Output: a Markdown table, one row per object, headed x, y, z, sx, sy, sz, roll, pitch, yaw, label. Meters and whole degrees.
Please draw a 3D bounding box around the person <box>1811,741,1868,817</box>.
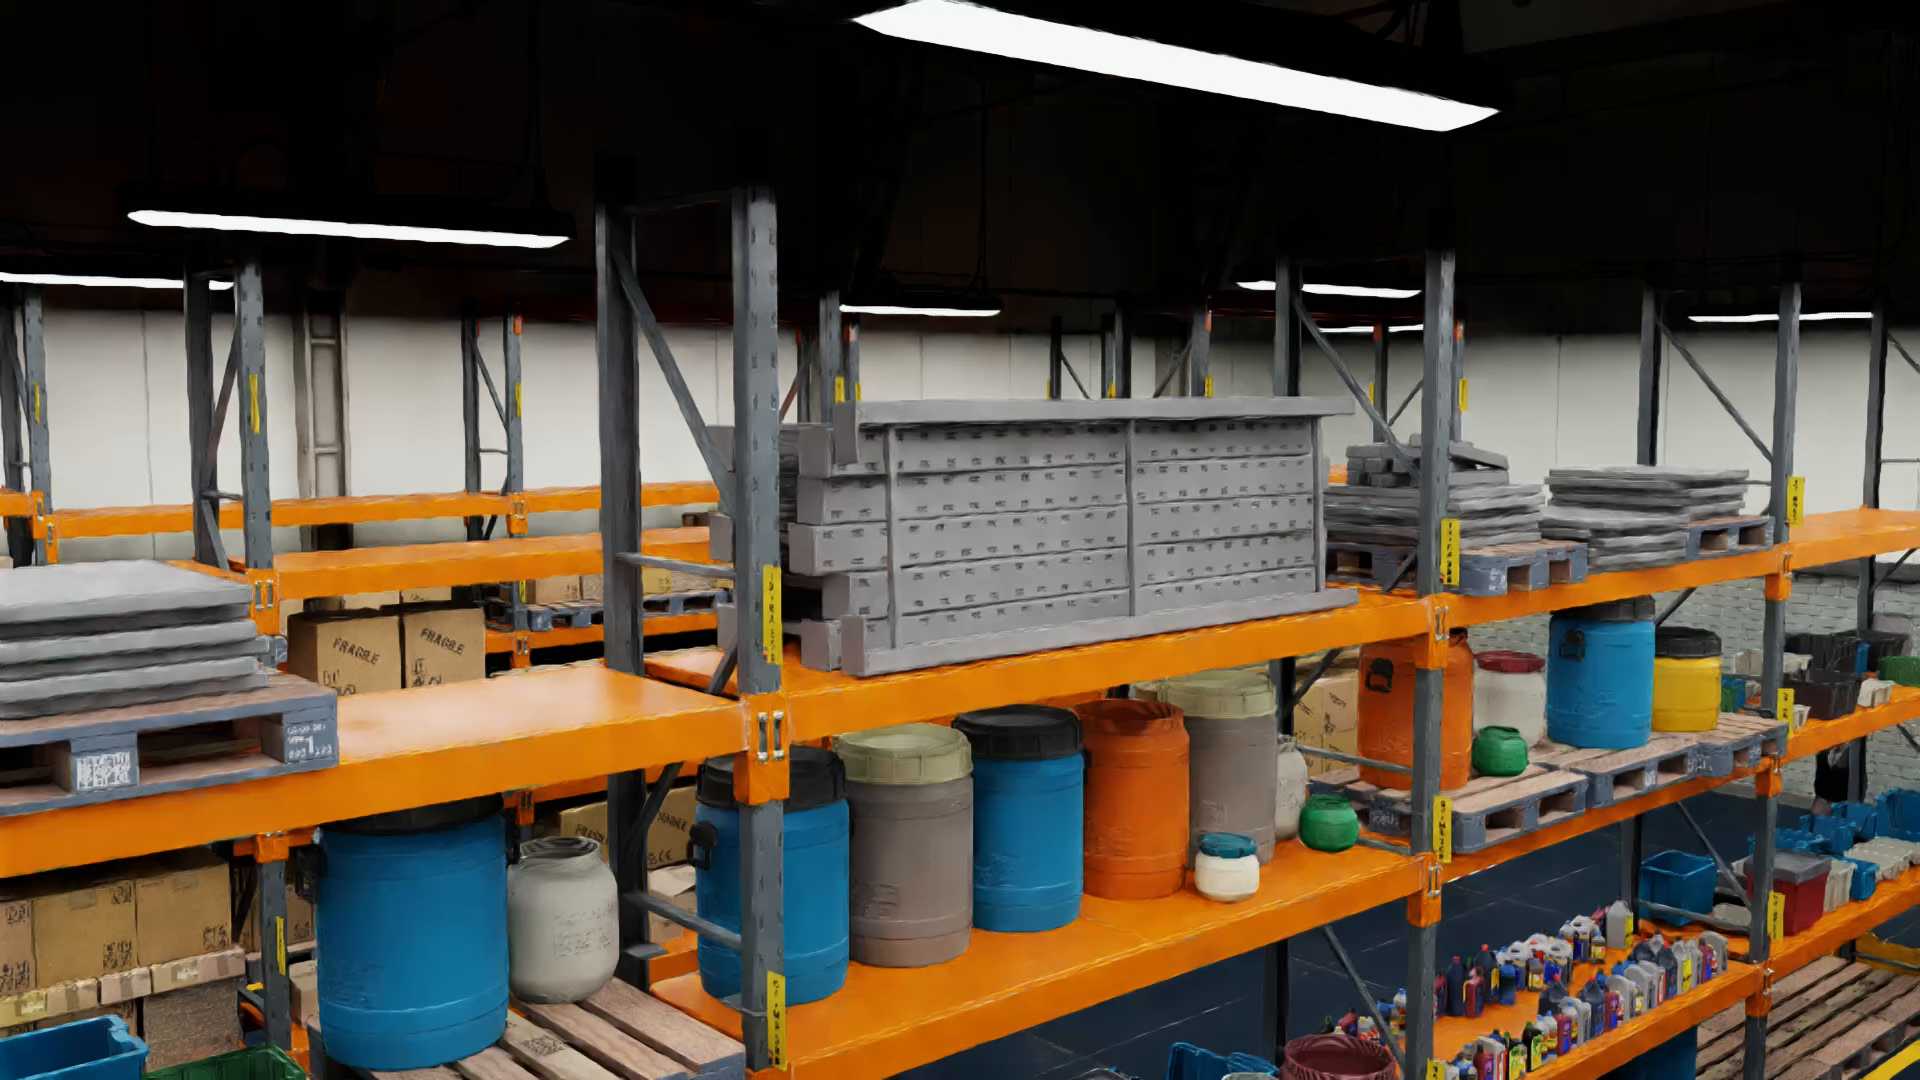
| x | y | z | sx | sy | sz | roll | pitch | yaw | label |
| --- | --- | --- | --- | --- | --- | --- | --- | --- | --- |
| 9.188 | 2.690 | 17.398 | 1.119 | 1.649 | 0.542 | -5 | 7 | -43 | person |
